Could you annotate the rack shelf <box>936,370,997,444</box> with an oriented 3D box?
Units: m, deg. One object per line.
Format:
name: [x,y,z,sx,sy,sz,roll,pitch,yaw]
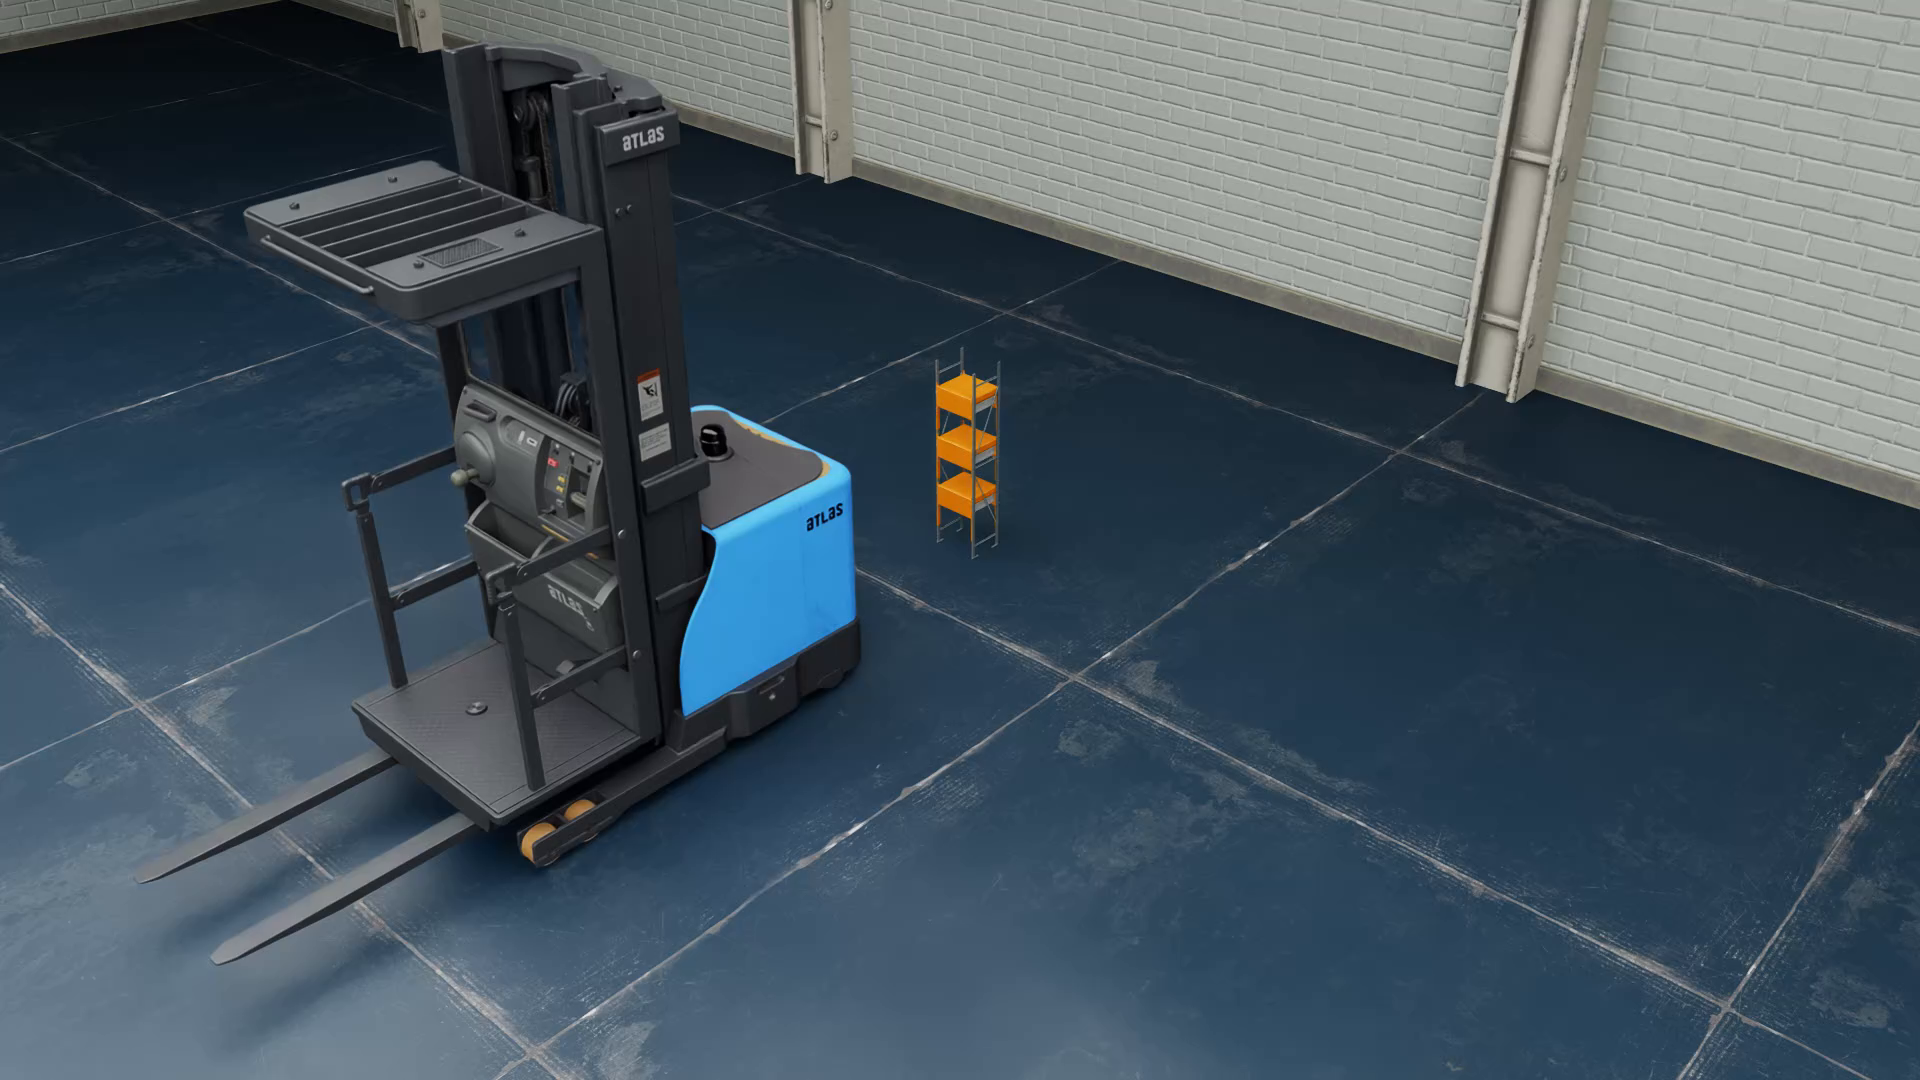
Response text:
rack shelf: [0.040,-0.665,8.308,0.240,0.259,0.215,25,39,35]

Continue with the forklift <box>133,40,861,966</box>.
forklift: [-1.827,-0.262,6.343,1.130,2.935,3.031,26,39,36]

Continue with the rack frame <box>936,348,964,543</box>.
rack frame: [-0.051,-0.473,8.519,0.008,1.050,0.200,25,39,35]

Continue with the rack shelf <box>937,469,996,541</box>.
rack shelf: [0.040,-0.184,8.597,0.240,0.259,0.215,25,39,35]

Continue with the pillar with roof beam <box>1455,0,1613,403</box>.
pillar with roof beam: [0.442,-3.169,5.290,0.400,9.000,9.100,25,39,35]

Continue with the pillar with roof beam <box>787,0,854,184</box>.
pillar with roof beam: [-4.006,-5.246,8.739,0.400,9.000,9.100,25,39,35]

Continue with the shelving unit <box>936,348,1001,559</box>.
shelving unit: [0.040,-0.431,8.448,0.252,1.050,0.215,25,39,35]

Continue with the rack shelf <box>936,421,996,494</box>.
rack shelf: [0.040,-0.422,8.454,0.240,0.259,0.215,25,39,35]

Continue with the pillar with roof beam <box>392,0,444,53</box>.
pillar with roof beam: [-8.455,-7.322,12.188,0.400,9.000,9.100,25,39,35]

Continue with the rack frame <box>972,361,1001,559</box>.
rack frame: [0.130,-0.389,8.378,0.008,1.050,0.200,25,39,35]
